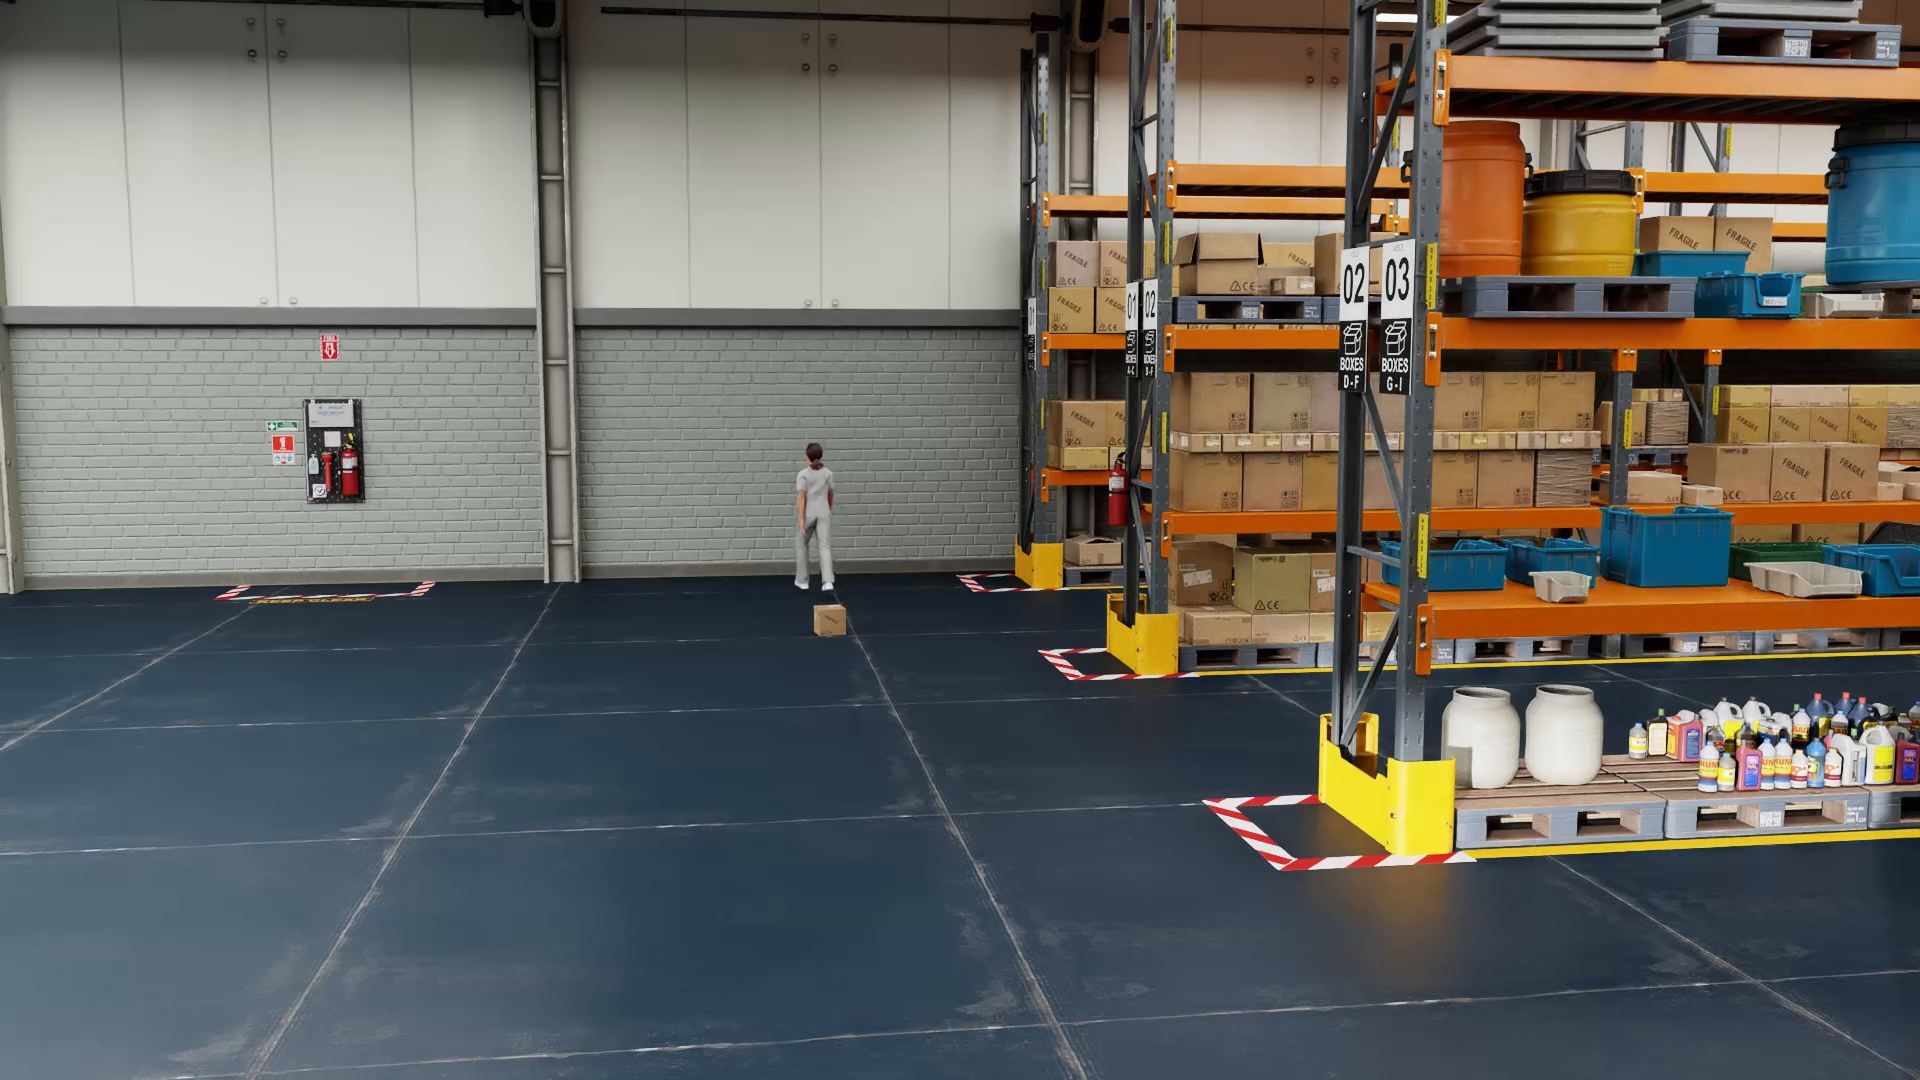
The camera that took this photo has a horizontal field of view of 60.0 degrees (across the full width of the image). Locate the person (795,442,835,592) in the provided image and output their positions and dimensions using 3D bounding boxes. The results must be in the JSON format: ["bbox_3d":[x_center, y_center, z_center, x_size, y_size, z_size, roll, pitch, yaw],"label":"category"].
[{"bbox_3d":[-1.568,-0.246,17.962,0.440,1.621,1.005,-2,7,-16],"label":"person"}]
